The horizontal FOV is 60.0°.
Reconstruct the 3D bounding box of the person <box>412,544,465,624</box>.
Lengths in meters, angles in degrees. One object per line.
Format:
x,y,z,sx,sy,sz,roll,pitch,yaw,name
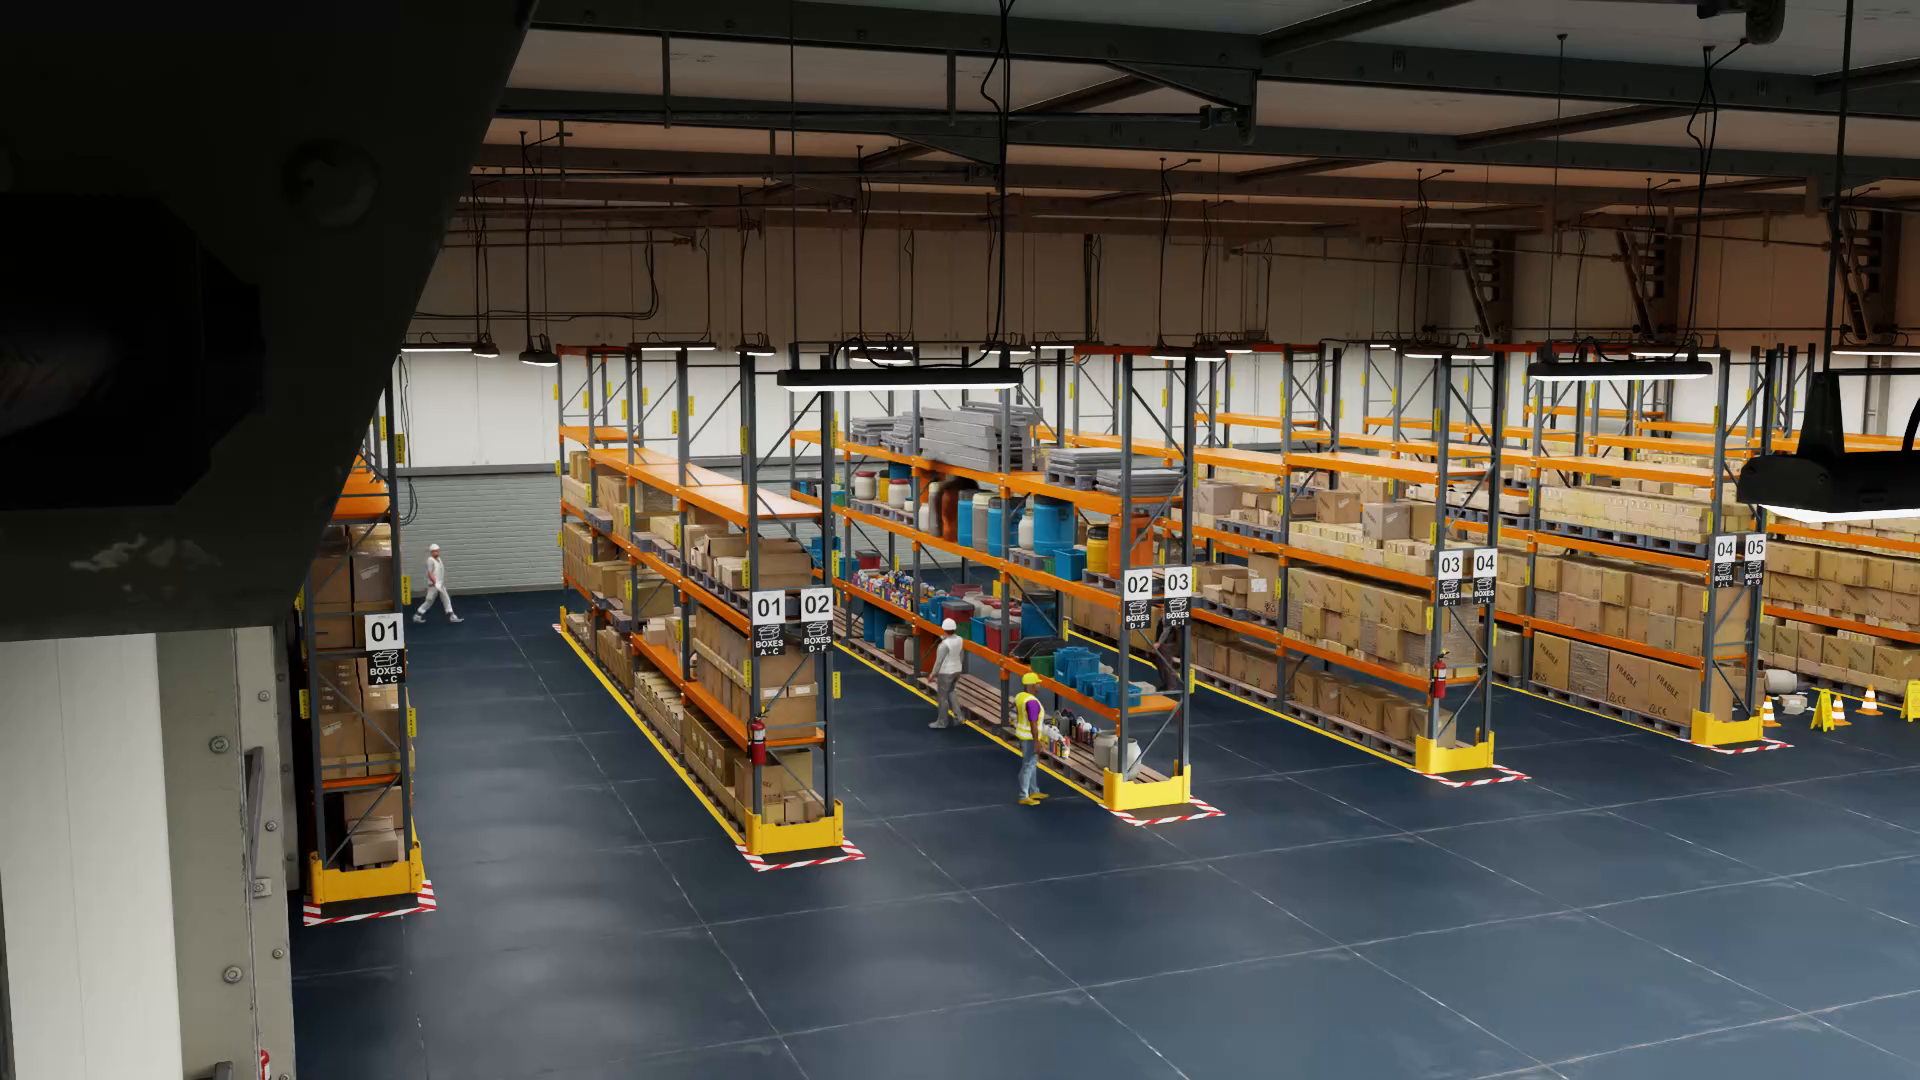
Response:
-11.180,0.958,35.576,1.067,1.749,0.662,0,7,-3,person

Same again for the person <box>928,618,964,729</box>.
-0.217,2.111,26.344,0.484,1.793,0.616,5,9,34,person

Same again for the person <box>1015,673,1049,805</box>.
1.005,2.651,22.206,0.509,1.777,0.621,-2,7,-12,person

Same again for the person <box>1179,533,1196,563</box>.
5.090,0.688,38.002,0.545,1.716,0.985,-2,8,-19,person

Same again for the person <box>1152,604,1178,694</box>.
3.555,1.846,28.824,0.508,1.773,0.581,4,8,26,person
